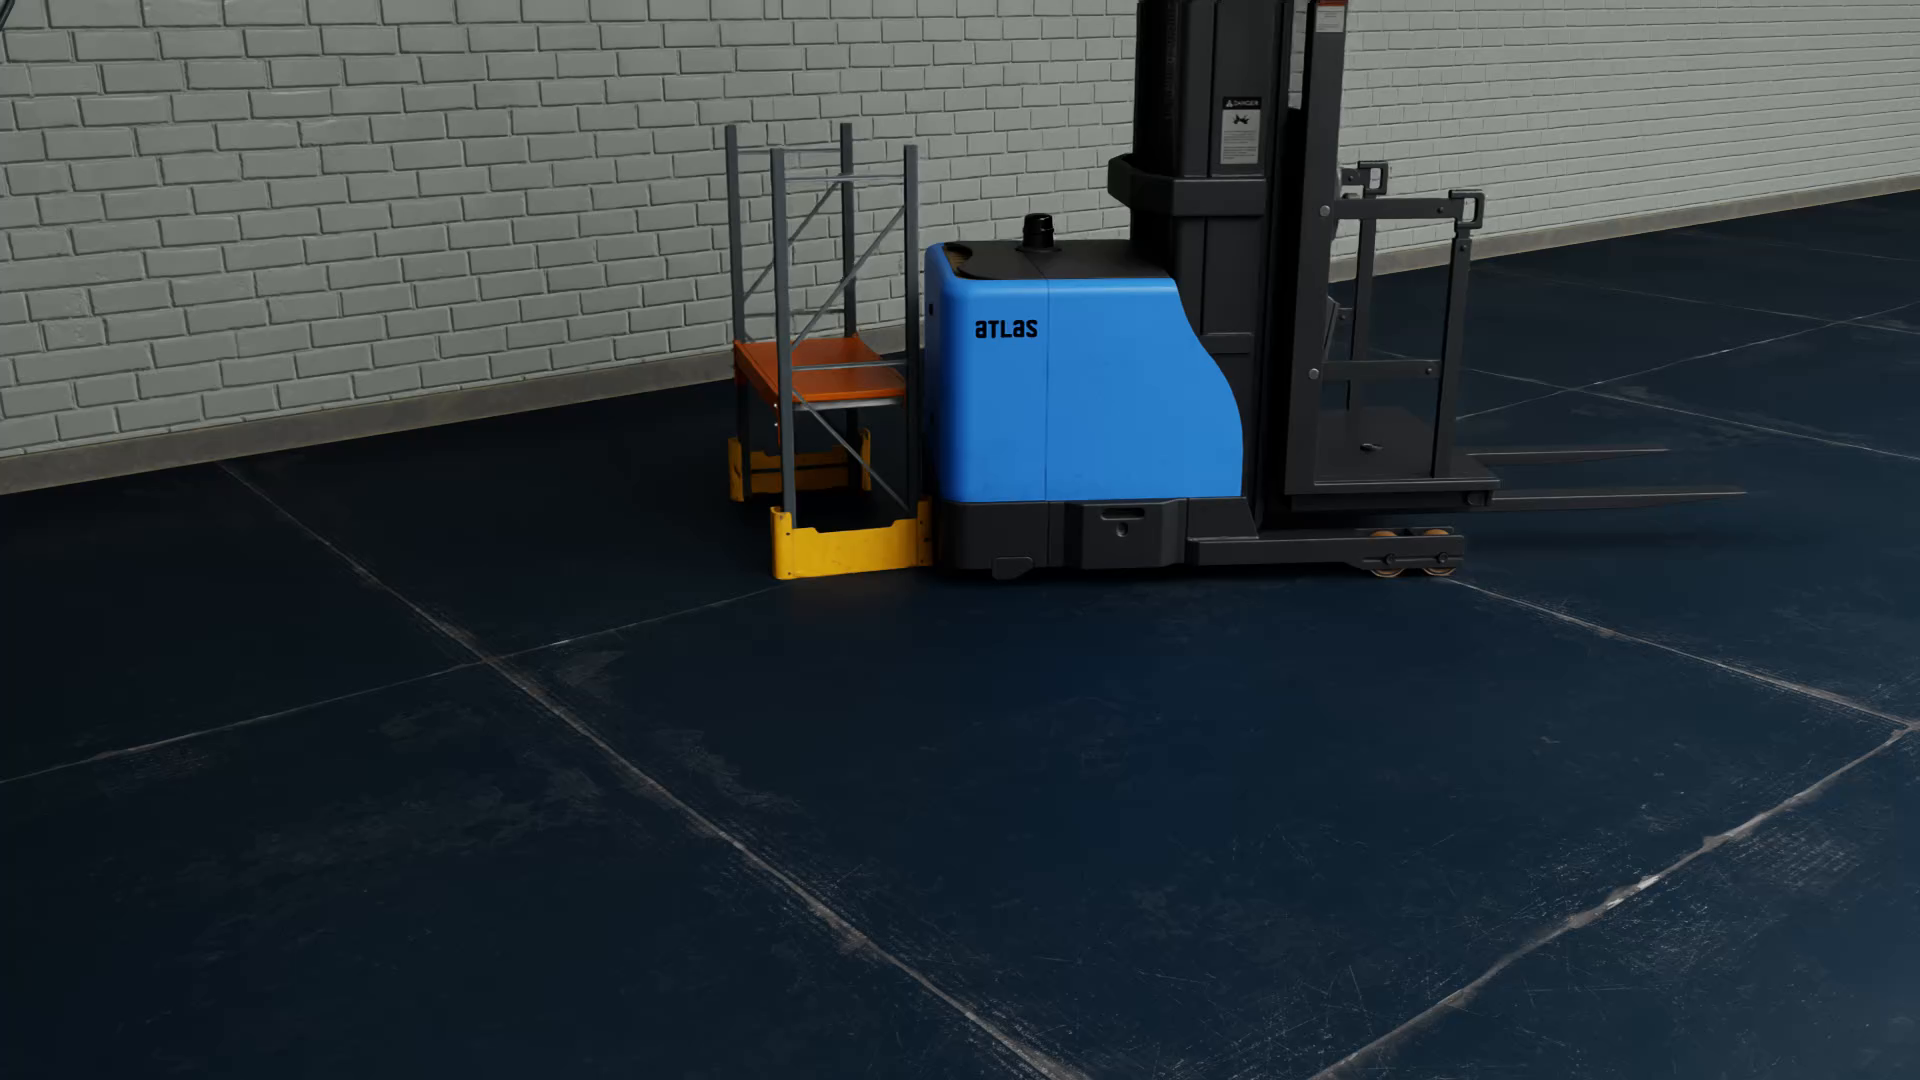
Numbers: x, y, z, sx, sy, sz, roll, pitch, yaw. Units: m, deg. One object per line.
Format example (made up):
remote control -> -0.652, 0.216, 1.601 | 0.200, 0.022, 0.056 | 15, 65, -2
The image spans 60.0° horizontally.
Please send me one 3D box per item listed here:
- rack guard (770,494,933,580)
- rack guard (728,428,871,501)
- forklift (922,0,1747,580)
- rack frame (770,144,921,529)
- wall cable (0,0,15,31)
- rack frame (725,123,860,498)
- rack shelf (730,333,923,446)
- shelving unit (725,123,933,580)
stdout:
rack guard -> -0.387, -0.013, 6.006 | 0.587, 0.250, 0.087 | -5, 19, -15
rack guard -> -0.663, -0.314, 6.914 | 0.587, 0.250, 0.087 | -5, 19, -15
forklift -> 1.394, -1.420, 5.989 | 3.031, 2.935, 1.130 | -1, 18, -5
rack frame -> -0.387, -0.606, 5.808 | 0.500, 1.500, 0.032 | -5, 19, -15
wall cable -> -4.874, -2.756, 5.308 | 3.097, 2.526, 0.112 | -14, 23, -36
rack frame -> -0.669, -0.913, 6.735 | 0.500, 1.500, 0.032 | -5, 19, -15
rack shelf -> -0.528, -0.589, 6.328 | 0.538, 0.185, 1.000 | -5, 19, -15
shelving unit -> -0.525, -0.757, 6.263 | 0.587, 1.500, 1.083 | -5, 19, -15
